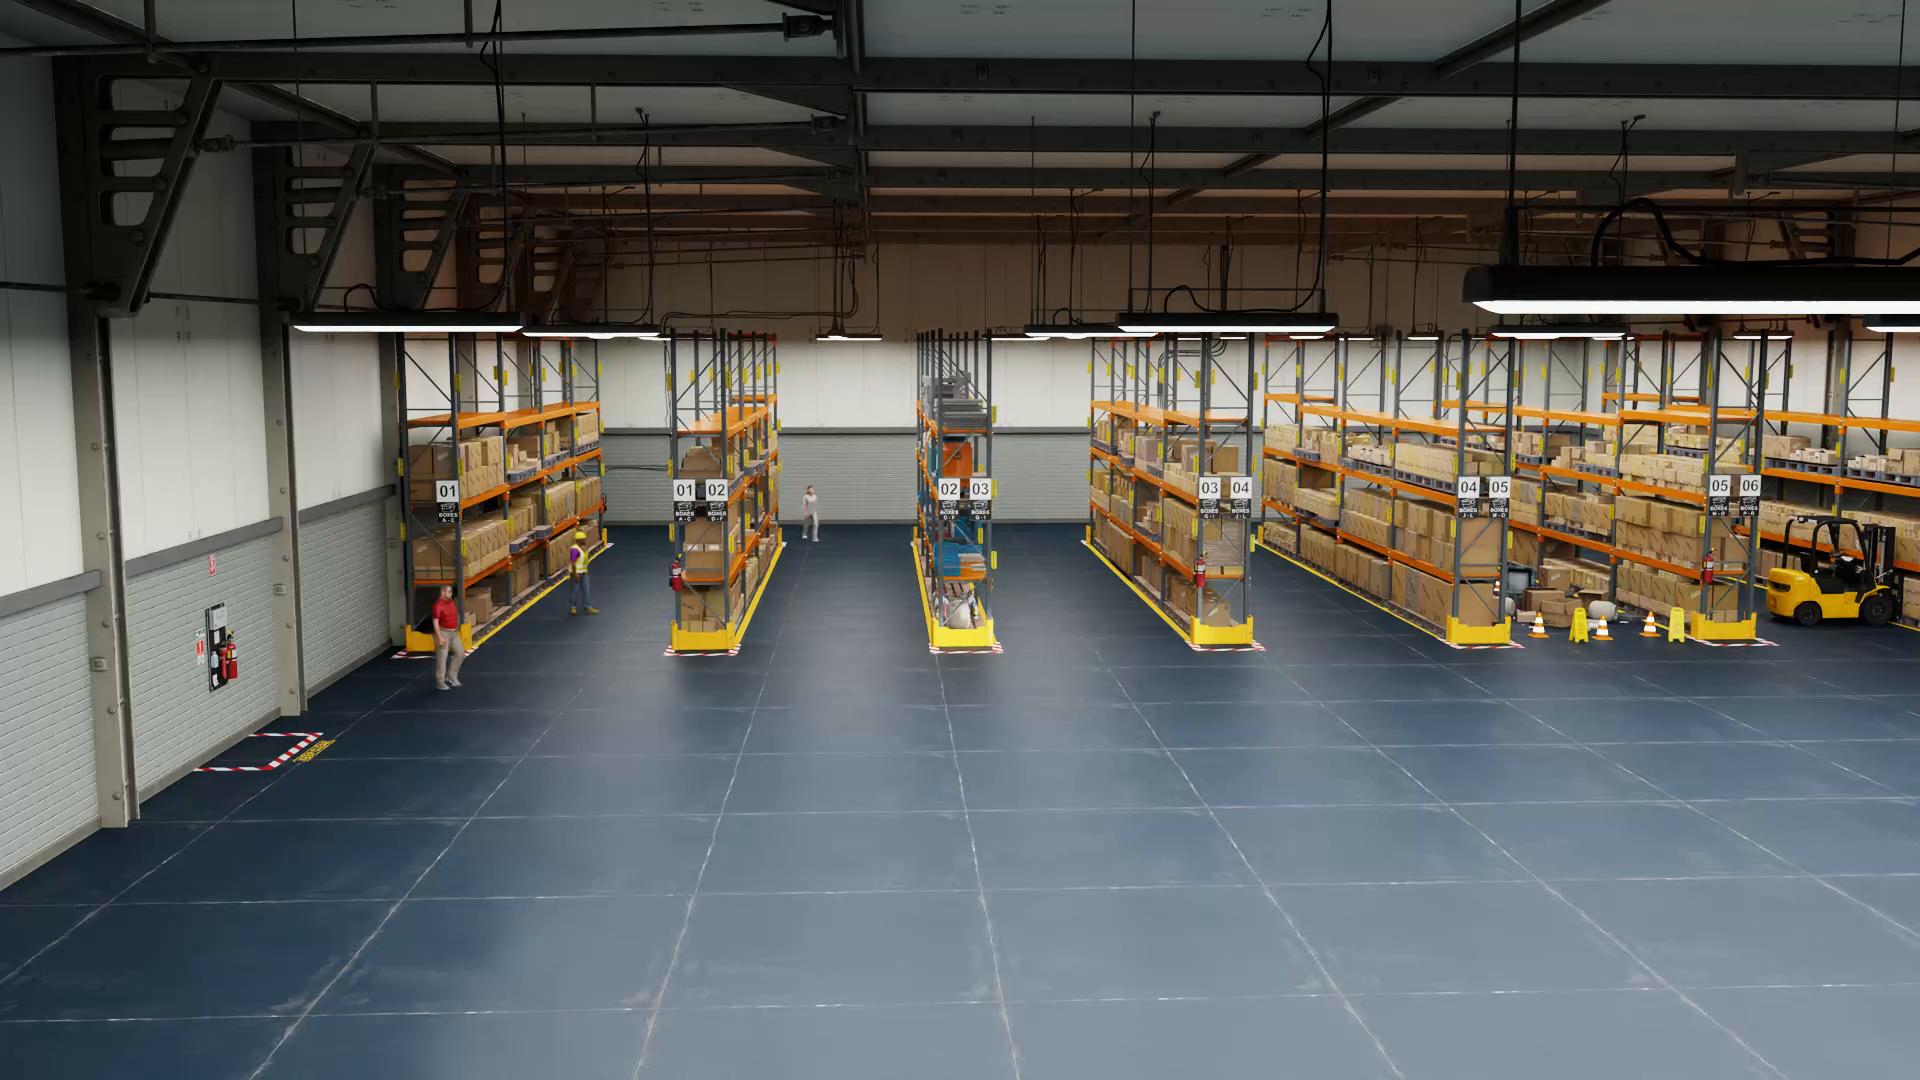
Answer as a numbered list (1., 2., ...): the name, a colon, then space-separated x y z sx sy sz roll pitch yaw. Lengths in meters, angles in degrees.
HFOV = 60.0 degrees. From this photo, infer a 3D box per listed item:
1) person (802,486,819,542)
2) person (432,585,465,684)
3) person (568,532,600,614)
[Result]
1. person: -4.338 -0.770 48.255 0.485 1.630 0.955 -3 7 -22
2. person: -8.578 1.572 27.739 0.393 1.660 0.602 2 7 19
3. person: -8.049 0.710 35.219 0.602 1.761 0.605 3 8 26
